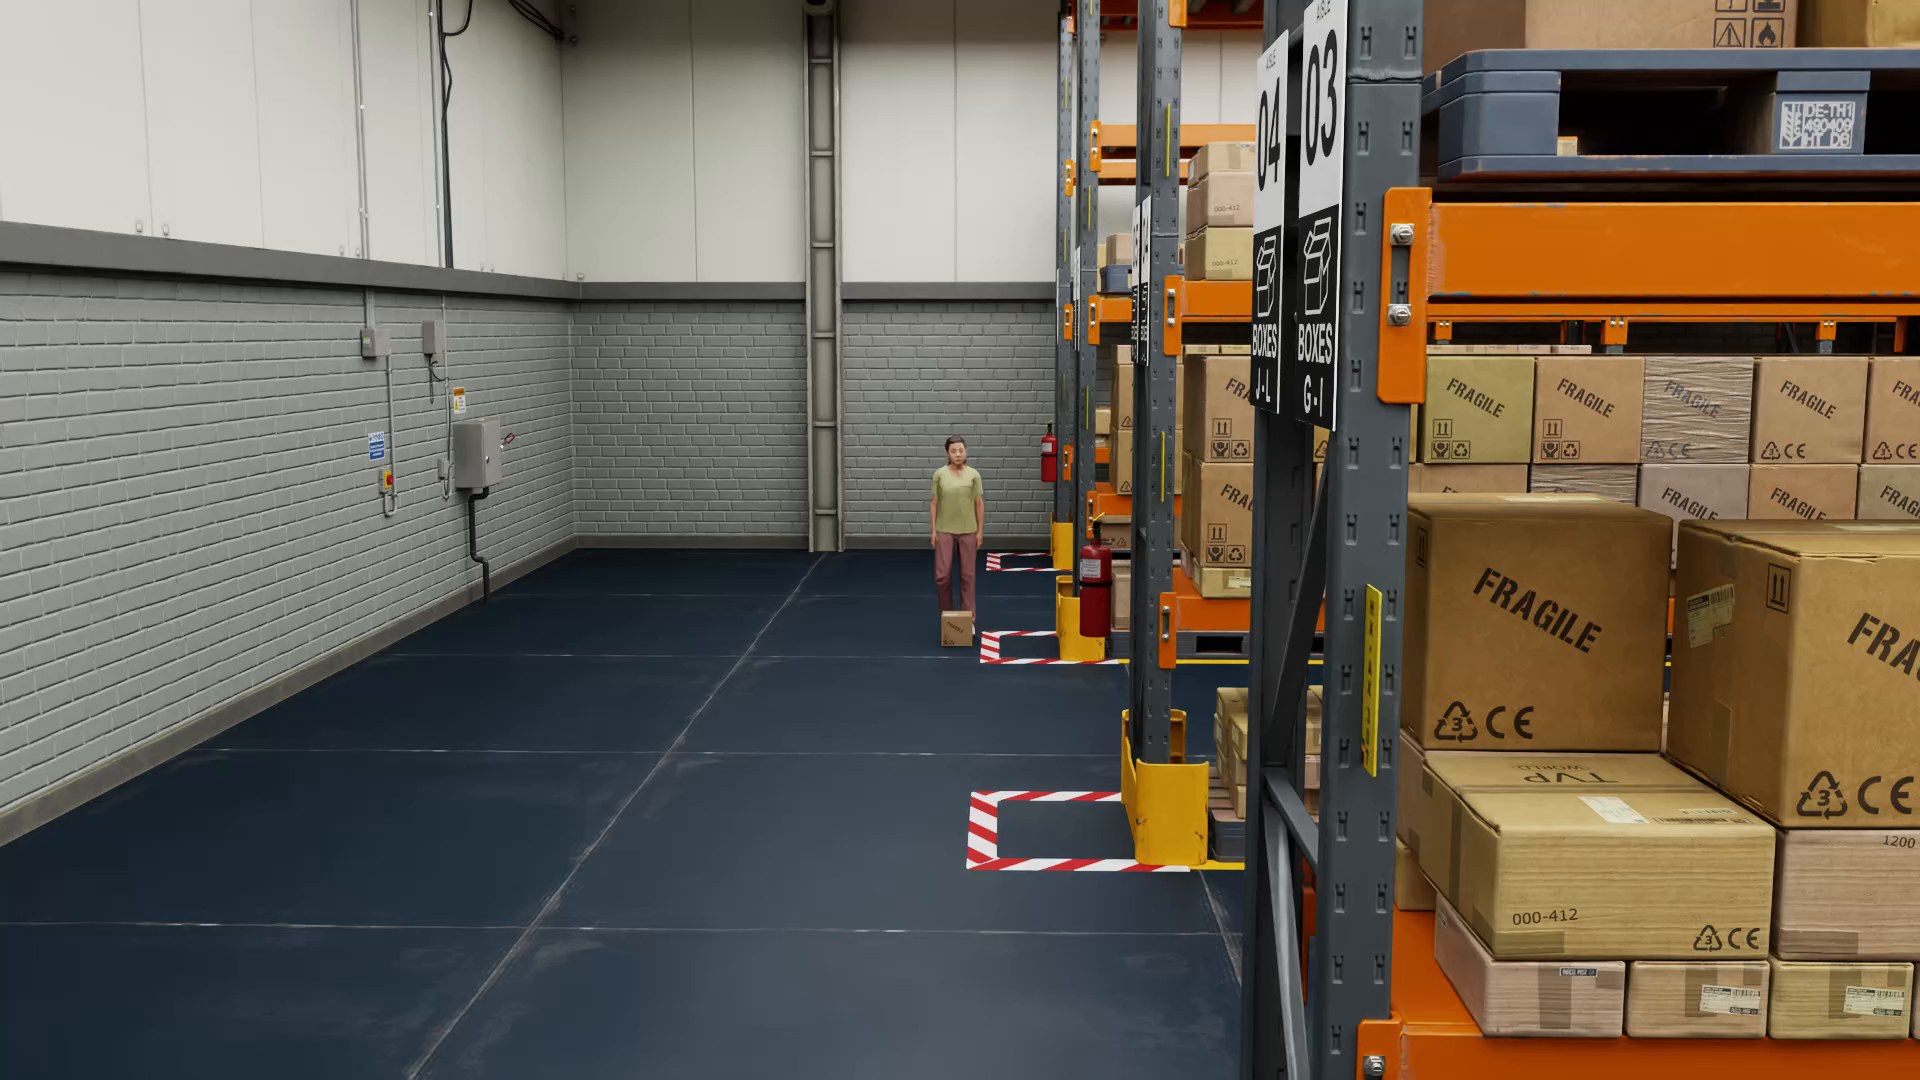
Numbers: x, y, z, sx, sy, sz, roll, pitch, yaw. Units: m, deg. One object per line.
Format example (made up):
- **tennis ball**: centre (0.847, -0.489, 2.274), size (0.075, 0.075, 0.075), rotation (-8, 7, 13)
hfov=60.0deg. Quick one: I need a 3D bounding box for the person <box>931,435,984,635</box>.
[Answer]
- **person**: centre (-0.022, -0.040, 14.080), size (0.450, 1.687, 0.411), rotation (0, 7, 0)
